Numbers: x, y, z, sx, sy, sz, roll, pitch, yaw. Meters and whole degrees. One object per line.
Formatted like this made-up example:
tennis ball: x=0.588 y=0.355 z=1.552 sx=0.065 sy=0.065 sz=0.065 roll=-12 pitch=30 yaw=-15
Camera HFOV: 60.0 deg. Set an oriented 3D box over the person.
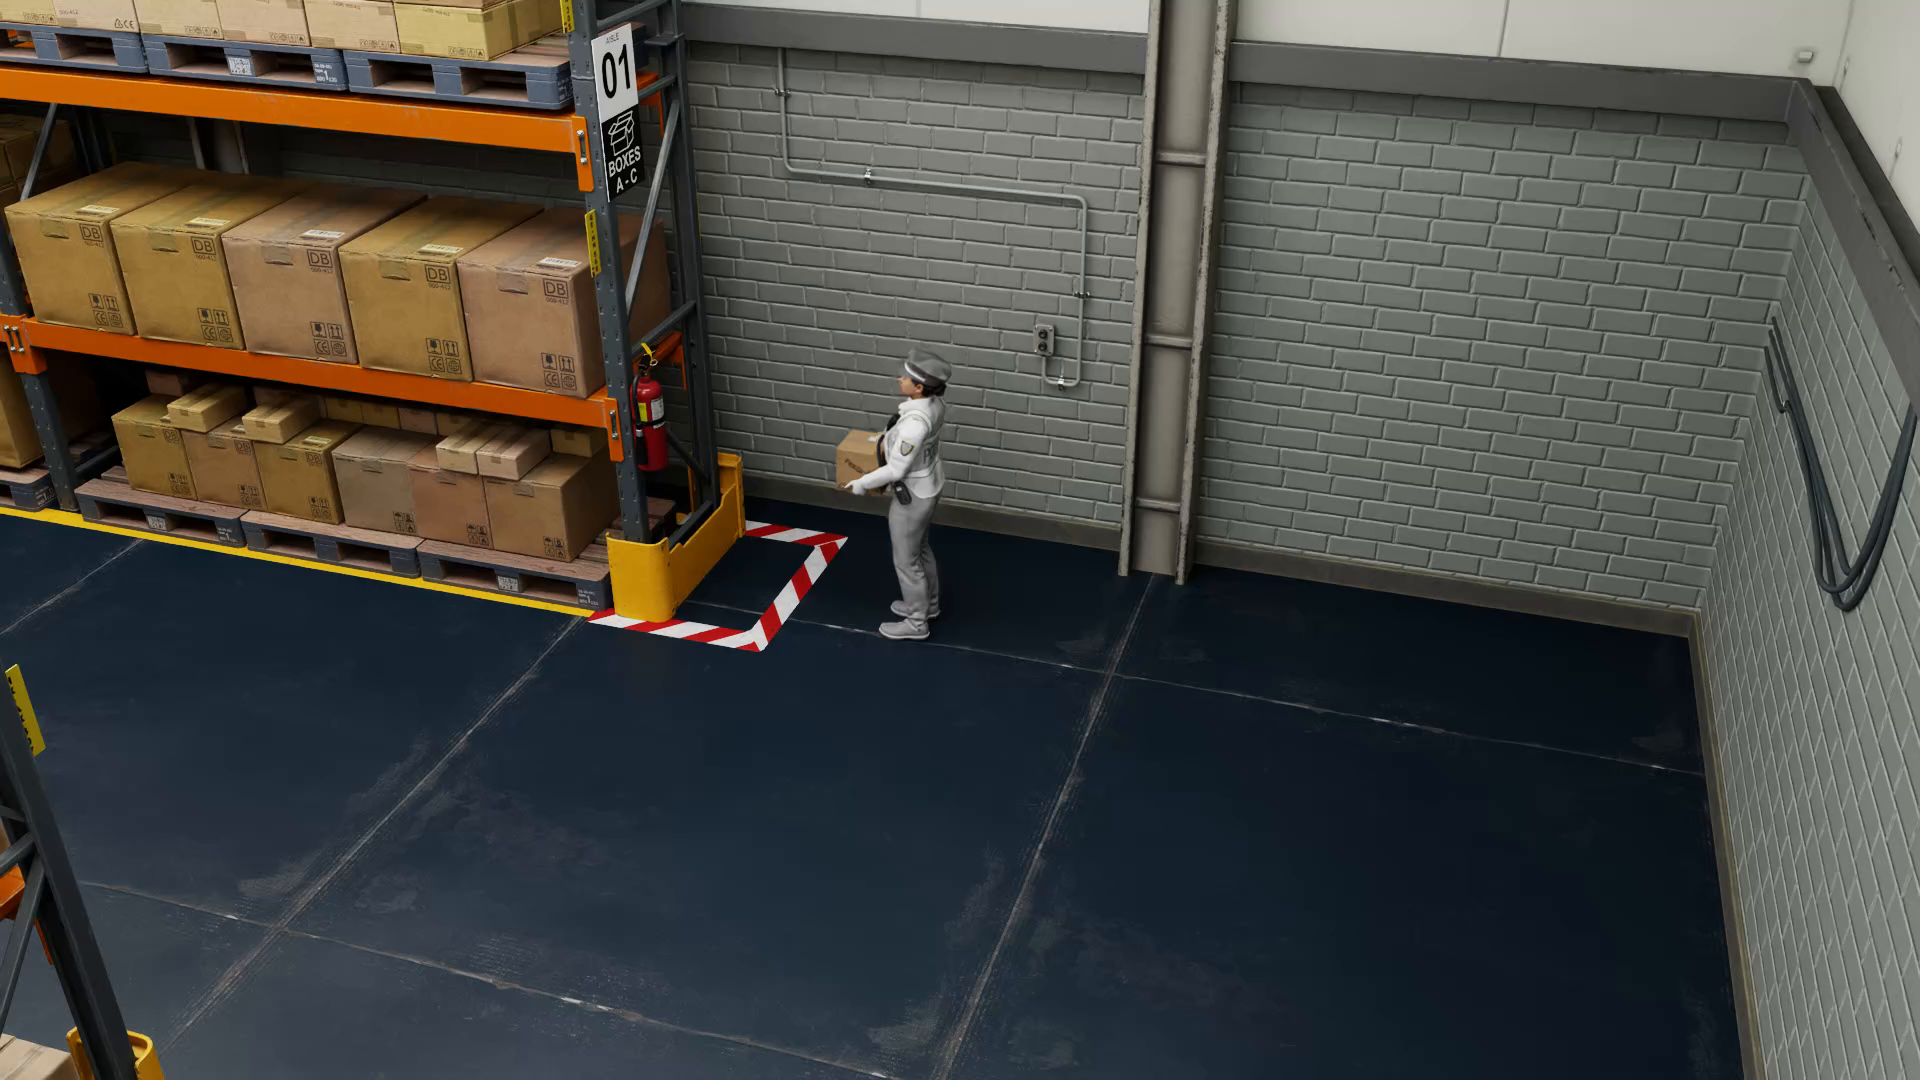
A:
person: x=-0.315 y=-0.255 z=8.917 sx=0.554 sy=1.695 sz=0.467 roll=6 pitch=30 yaw=11
